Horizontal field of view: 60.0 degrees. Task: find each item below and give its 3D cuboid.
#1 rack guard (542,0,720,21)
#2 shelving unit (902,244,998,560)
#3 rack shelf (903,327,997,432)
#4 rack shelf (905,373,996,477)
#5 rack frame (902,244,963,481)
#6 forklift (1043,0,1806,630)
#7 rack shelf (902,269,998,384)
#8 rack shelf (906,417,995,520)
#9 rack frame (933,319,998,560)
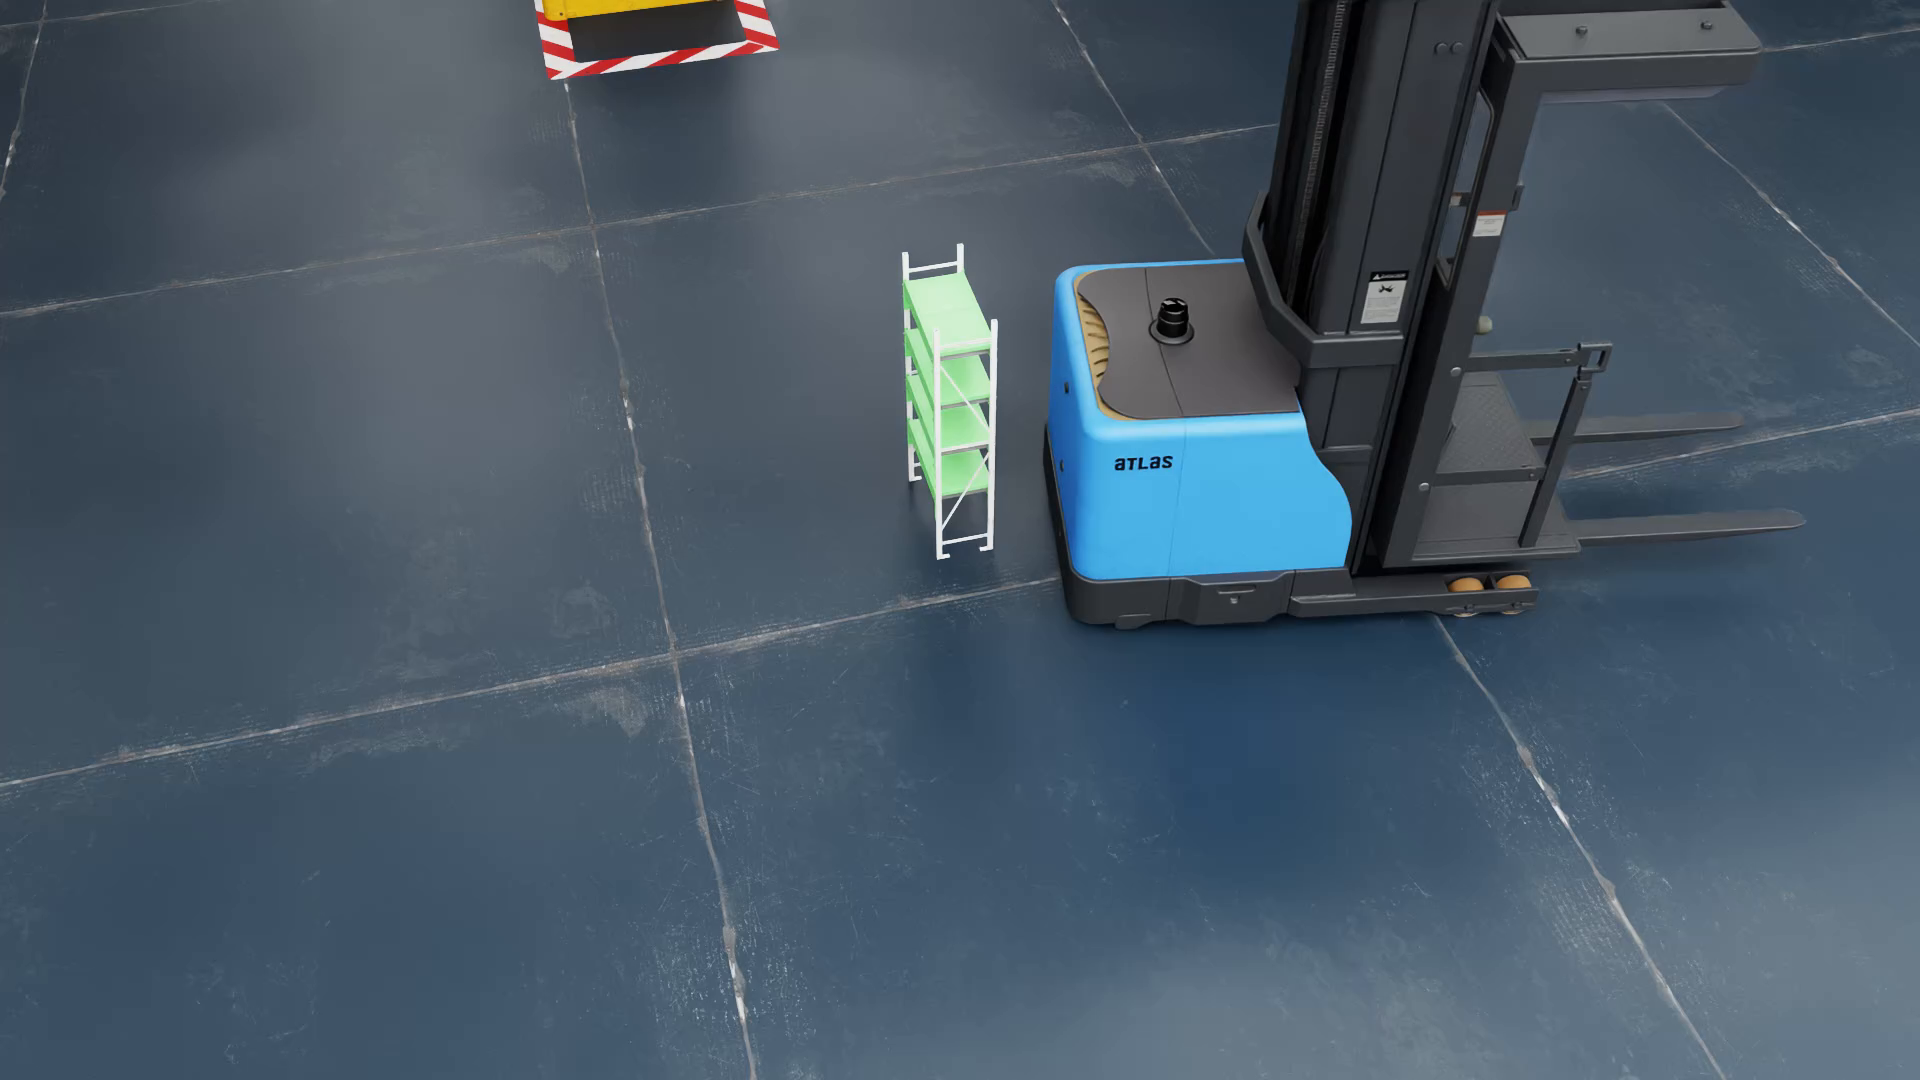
[{"bbox_3d":[-1.987,-3.538,10.118,1.175,0.500,0.348,-11,47,-10],"label":"rack guard"},{"bbox_3d":[-0.042,-0.534,6.684,0.258,1.200,0.503,-11,47,-10],"label":"shelving unit"},{"bbox_3d":[-0.042,-0.658,6.558,0.258,0.148,0.480,-11,47,-10],"label":"rack shelf"},{"bbox_3d":[-0.042,-0.490,6.730,0.258,0.148,0.480,-11,47,-10],"label":"rack shelf"},{"bbox_3d":[-0.105,-0.703,6.849,0.240,1.200,0.015,-11,47,-10],"label":"rack frame"},{"bbox_3d":[1.903,-1.092,6.019,3.031,2.935,1.130,-3,46,-3],"label":"forklift"},{"bbox_3d":[-0.042,-0.825,6.387,0.258,0.148,0.480,-11,47,-10],"label":"rack shelf"},{"bbox_3d":[-0.042,-0.322,6.901,0.258,0.148,0.480,-11,47,-10],"label":"rack shelf"},{"bbox_3d":[0.020,-0.366,6.519,0.240,1.200,0.015,-11,47,-10],"label":"rack frame"}]
